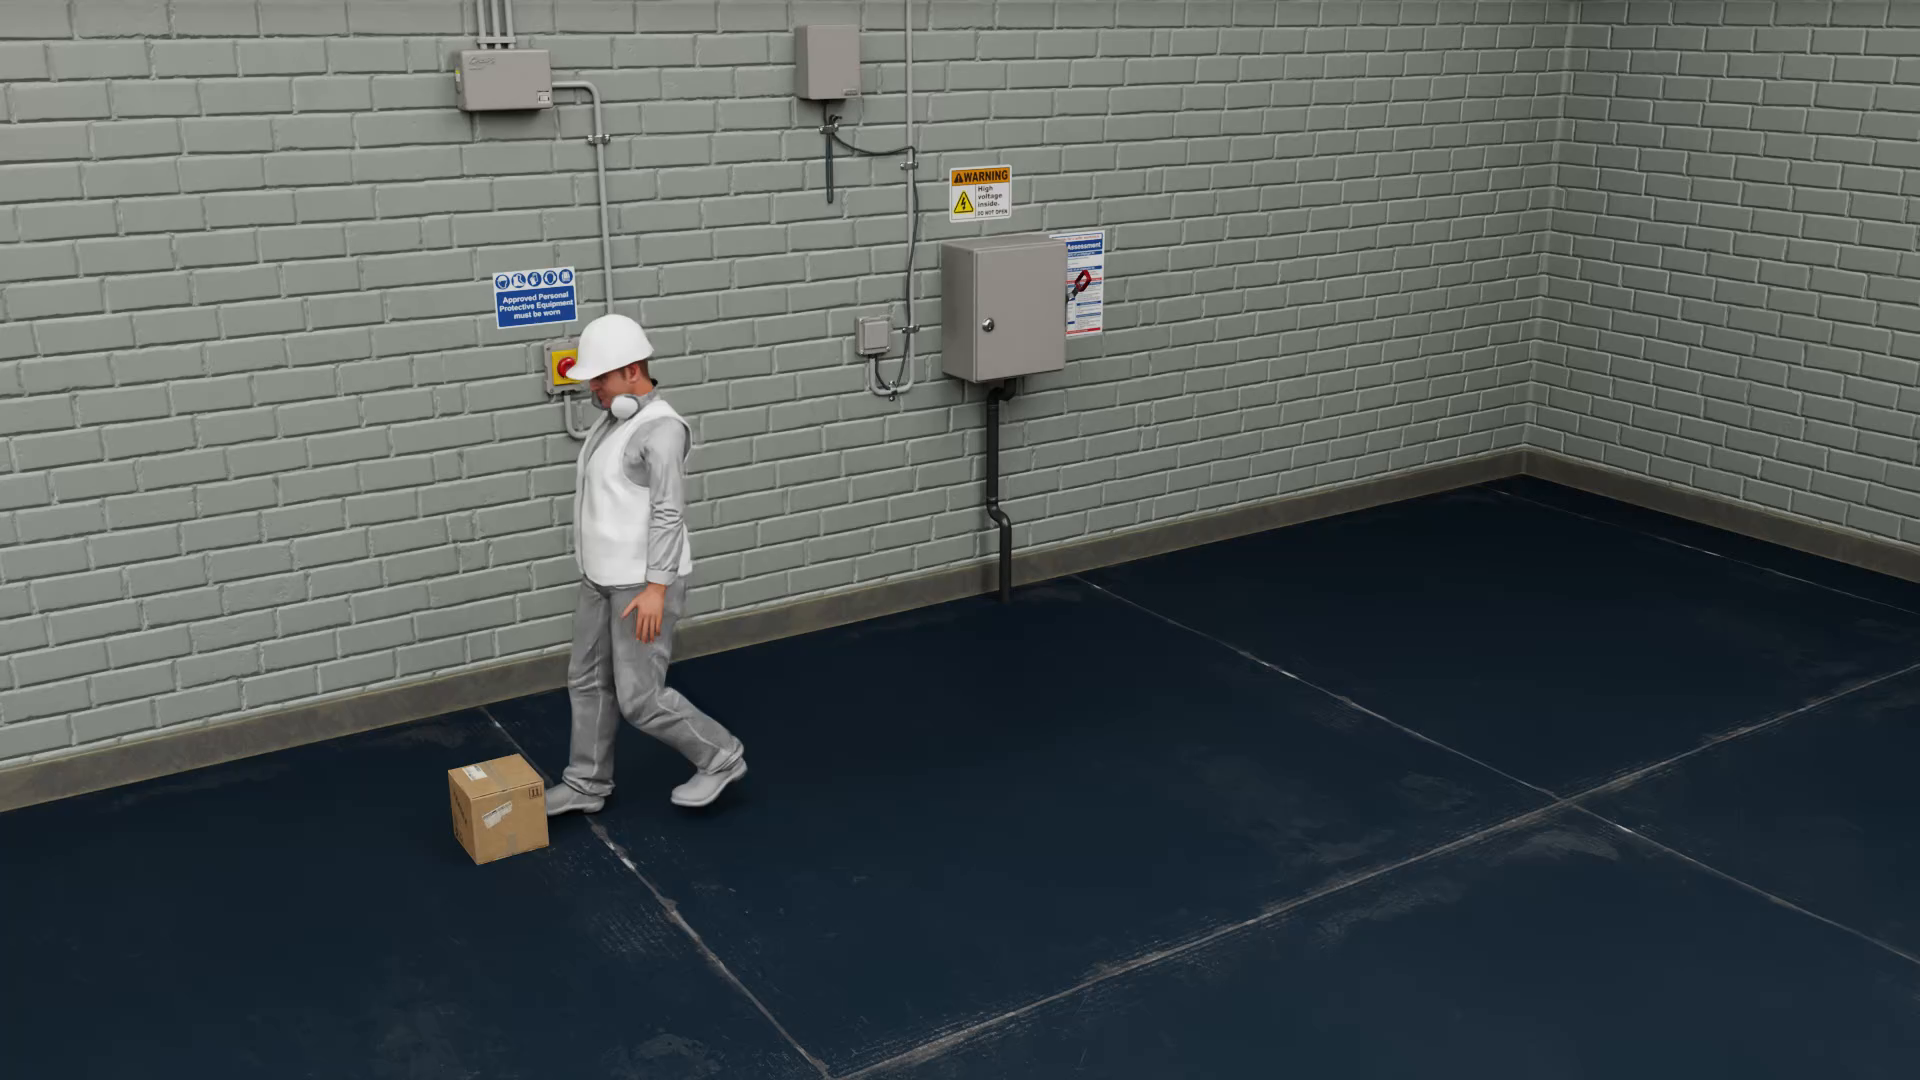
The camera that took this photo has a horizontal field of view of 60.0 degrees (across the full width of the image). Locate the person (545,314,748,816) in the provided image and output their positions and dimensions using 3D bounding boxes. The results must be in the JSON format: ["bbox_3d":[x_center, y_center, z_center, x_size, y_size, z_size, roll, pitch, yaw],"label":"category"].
[{"bbox_3d":[-1.148,0.121,5.609,0.736,1.757,0.573,-11,21,-30],"label":"person"}]
